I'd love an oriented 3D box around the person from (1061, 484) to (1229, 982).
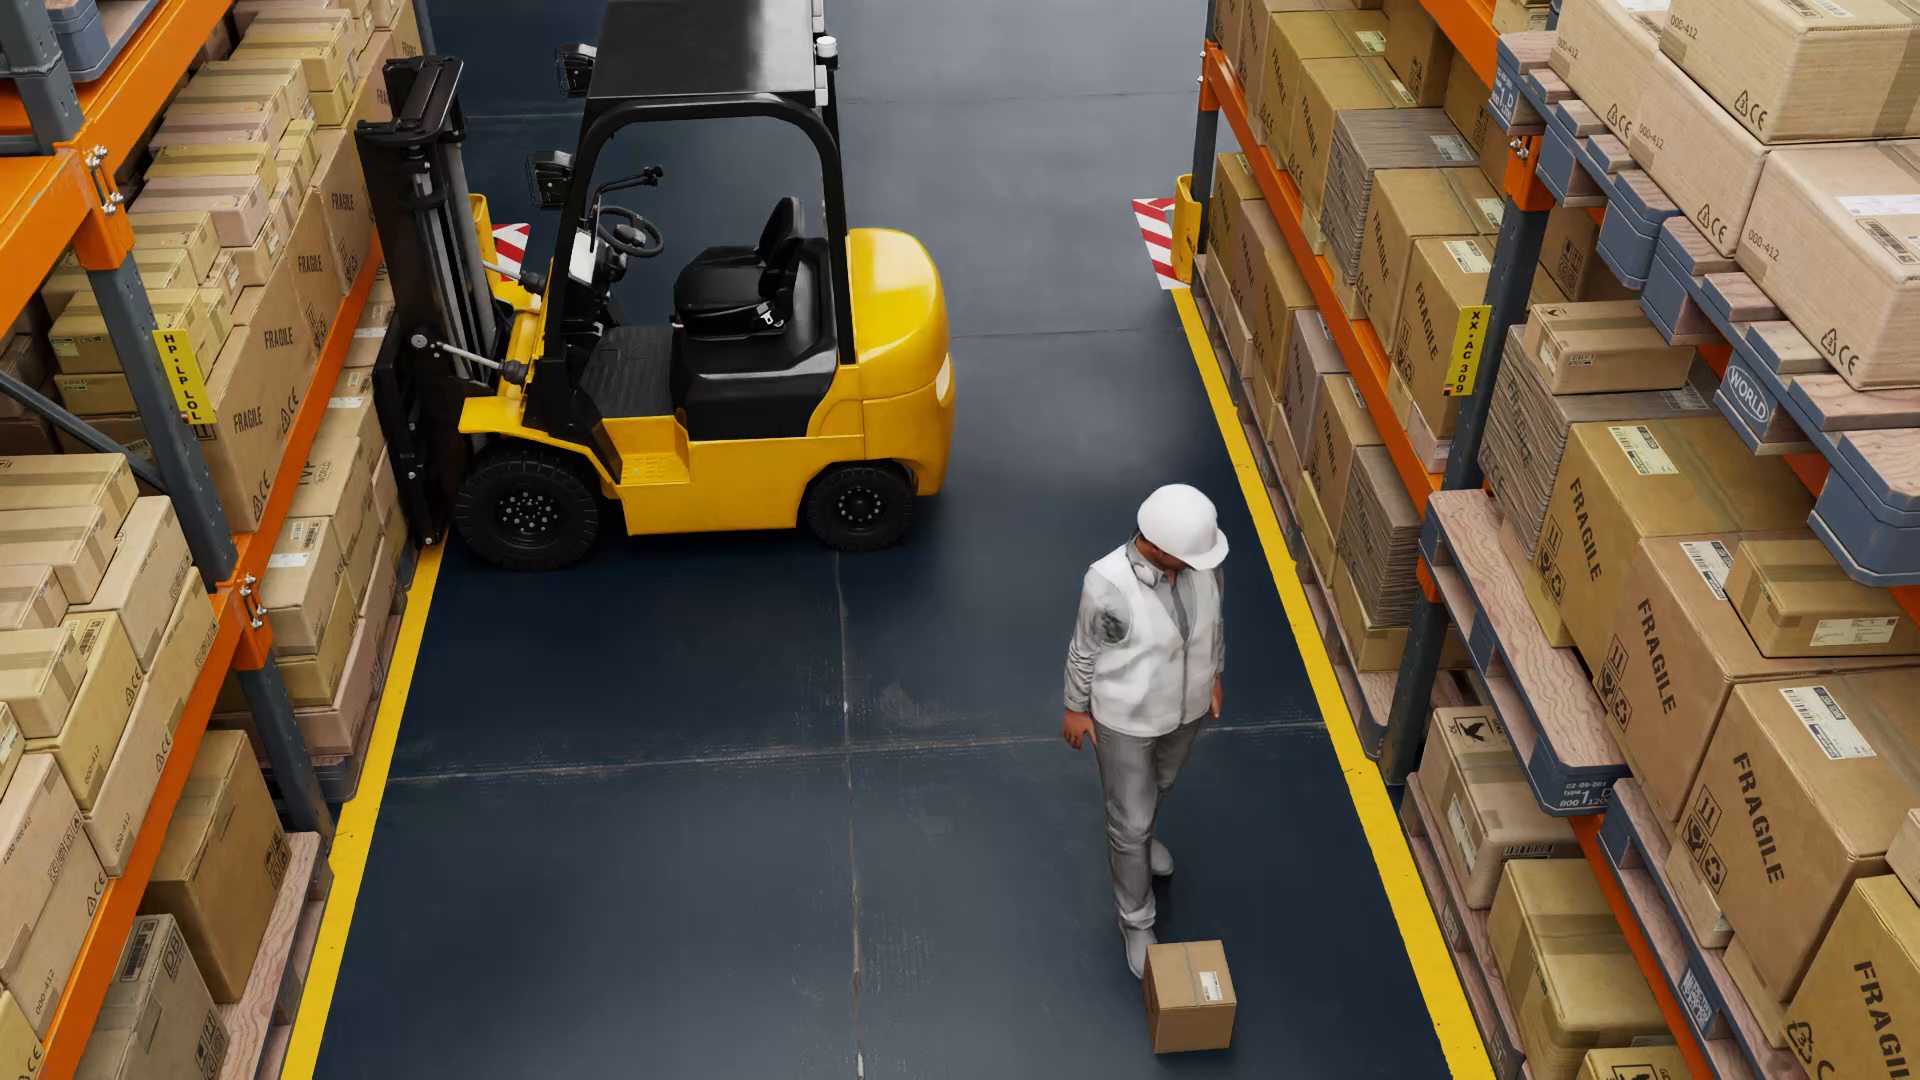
[{"bbox_3d":[0.684,0.578,5.394,0.572,1.758,0.673,-21,43,-24],"label":"person"}]
